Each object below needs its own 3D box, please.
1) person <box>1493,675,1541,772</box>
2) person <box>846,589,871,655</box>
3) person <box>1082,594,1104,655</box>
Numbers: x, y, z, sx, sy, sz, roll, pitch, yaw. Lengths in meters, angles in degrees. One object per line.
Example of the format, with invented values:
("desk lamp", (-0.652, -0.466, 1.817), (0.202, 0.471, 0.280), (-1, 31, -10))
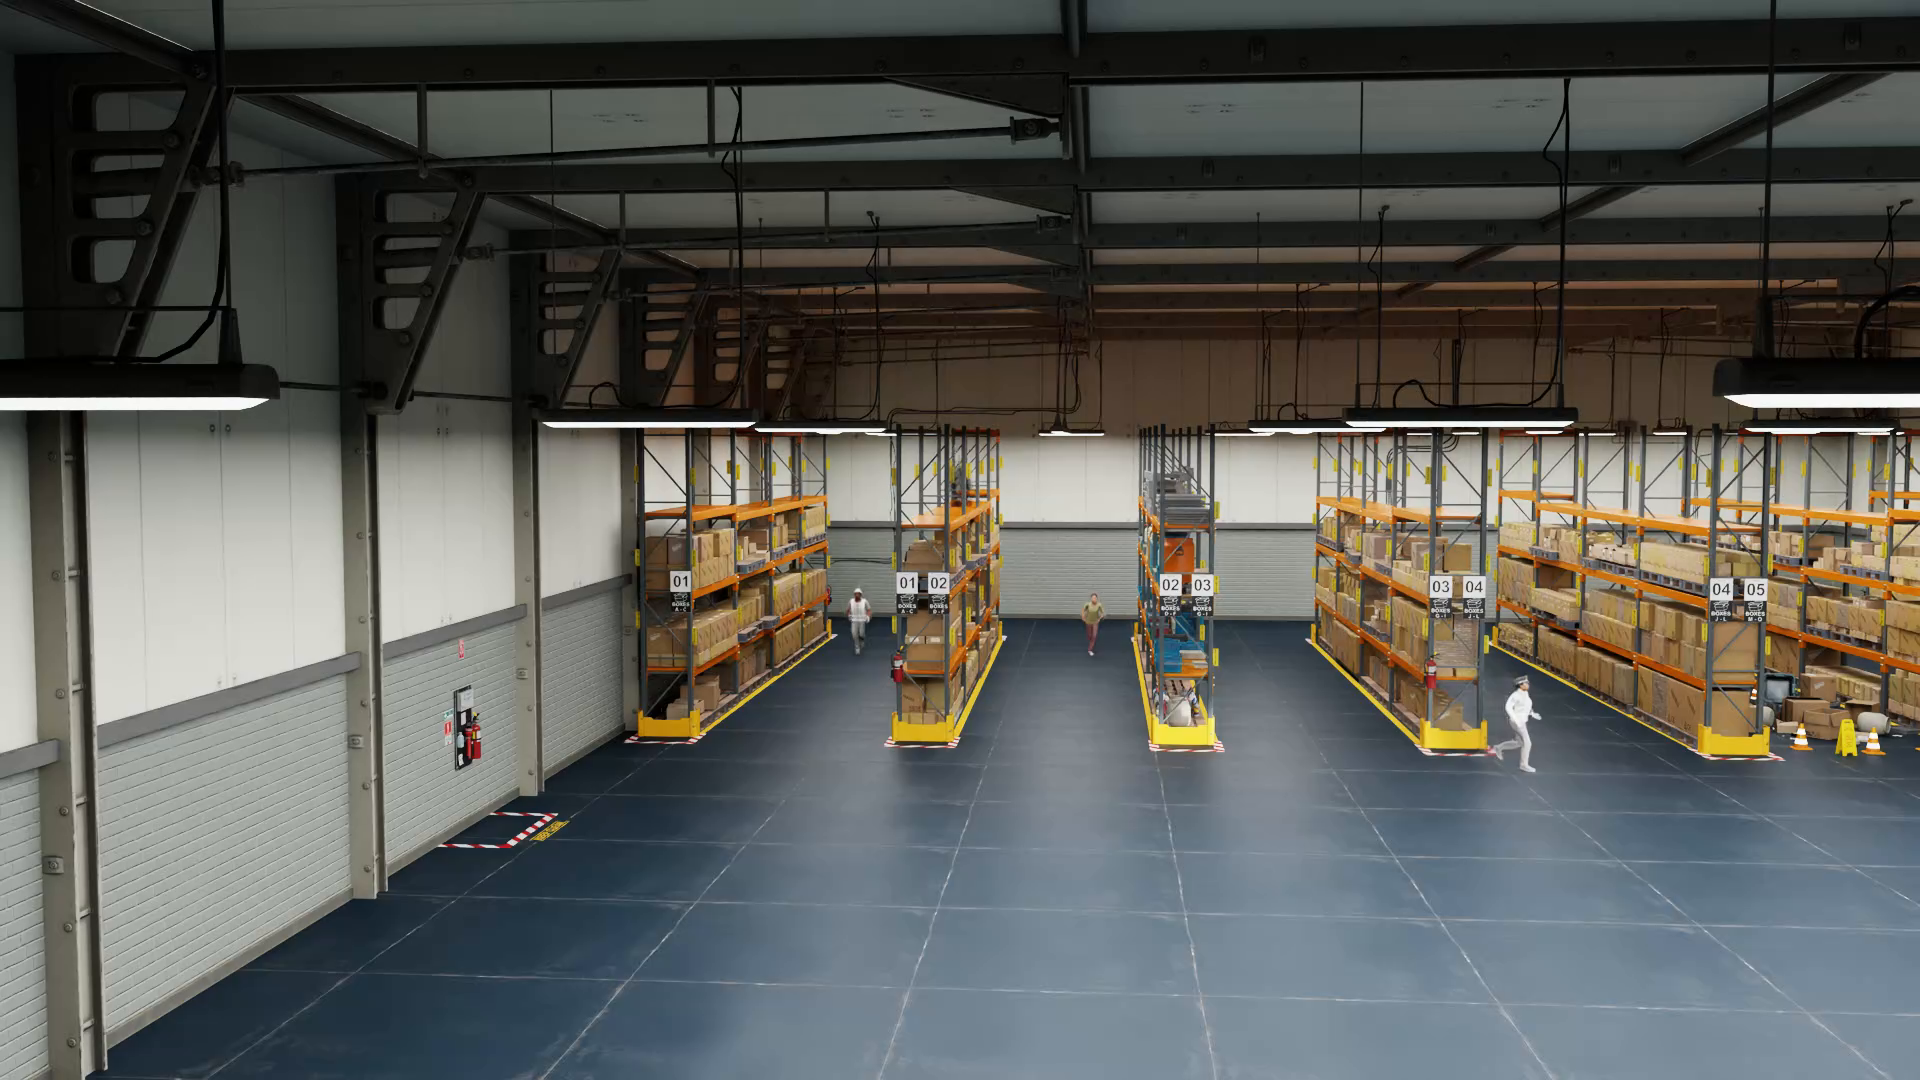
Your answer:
("person", (9.598, 3.152, 28.790), (0.782, 1.671, 0.602), (3, 4, 38))
("person", (-2.717, 2.166, 44.328), (0.683, 1.739, 0.616), (0, 3, 3))
("person", (3.546, 2.238, 44.364), (0.596, 1.642, 0.792), (0, 3, 5))
